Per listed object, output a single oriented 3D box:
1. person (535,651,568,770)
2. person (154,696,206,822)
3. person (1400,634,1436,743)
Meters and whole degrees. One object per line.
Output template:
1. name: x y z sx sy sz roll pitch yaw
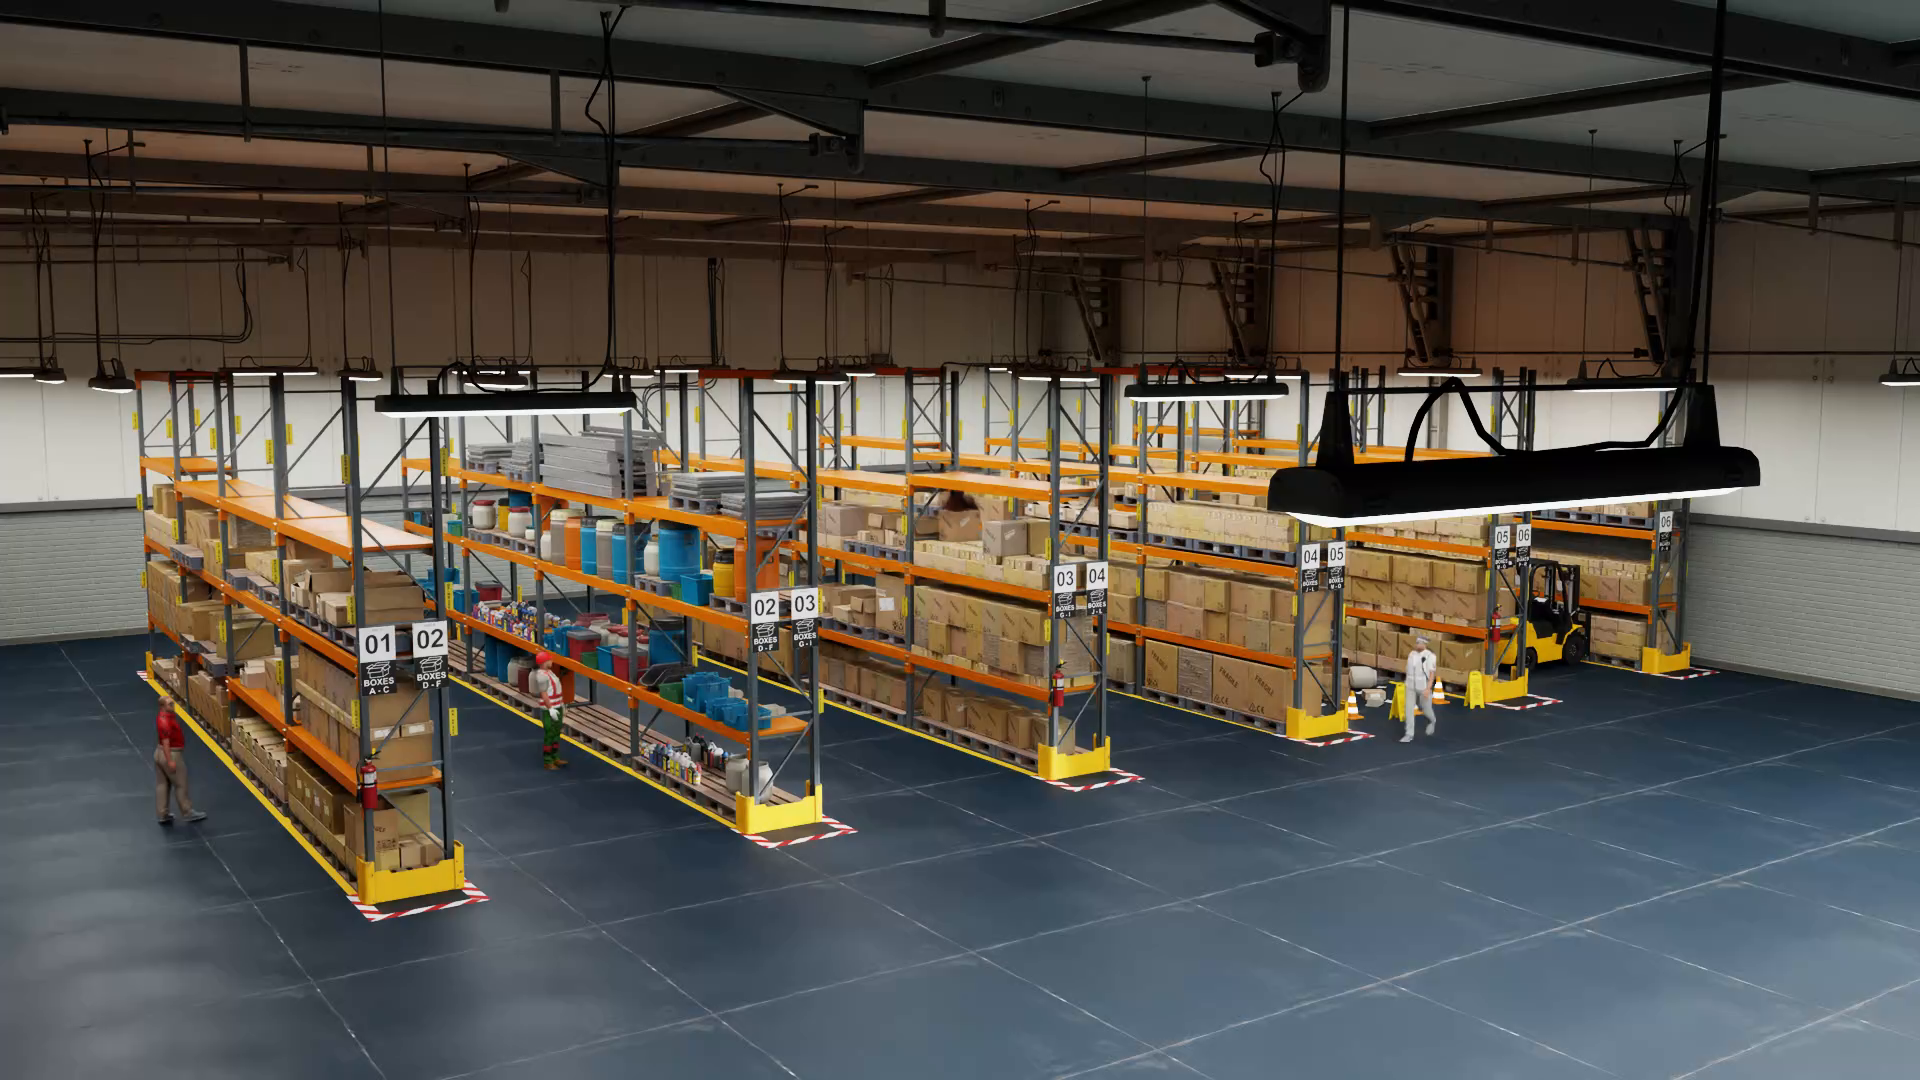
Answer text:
1. person: -6.242 2.595 25.447 0.463 1.822 0.605 2 7 15
2. person: -10.599 2.940 22.494 0.557 1.722 0.573 6 9 44
3. person: 7.516 2.391 27.158 0.500 1.753 0.866 3 7 28
